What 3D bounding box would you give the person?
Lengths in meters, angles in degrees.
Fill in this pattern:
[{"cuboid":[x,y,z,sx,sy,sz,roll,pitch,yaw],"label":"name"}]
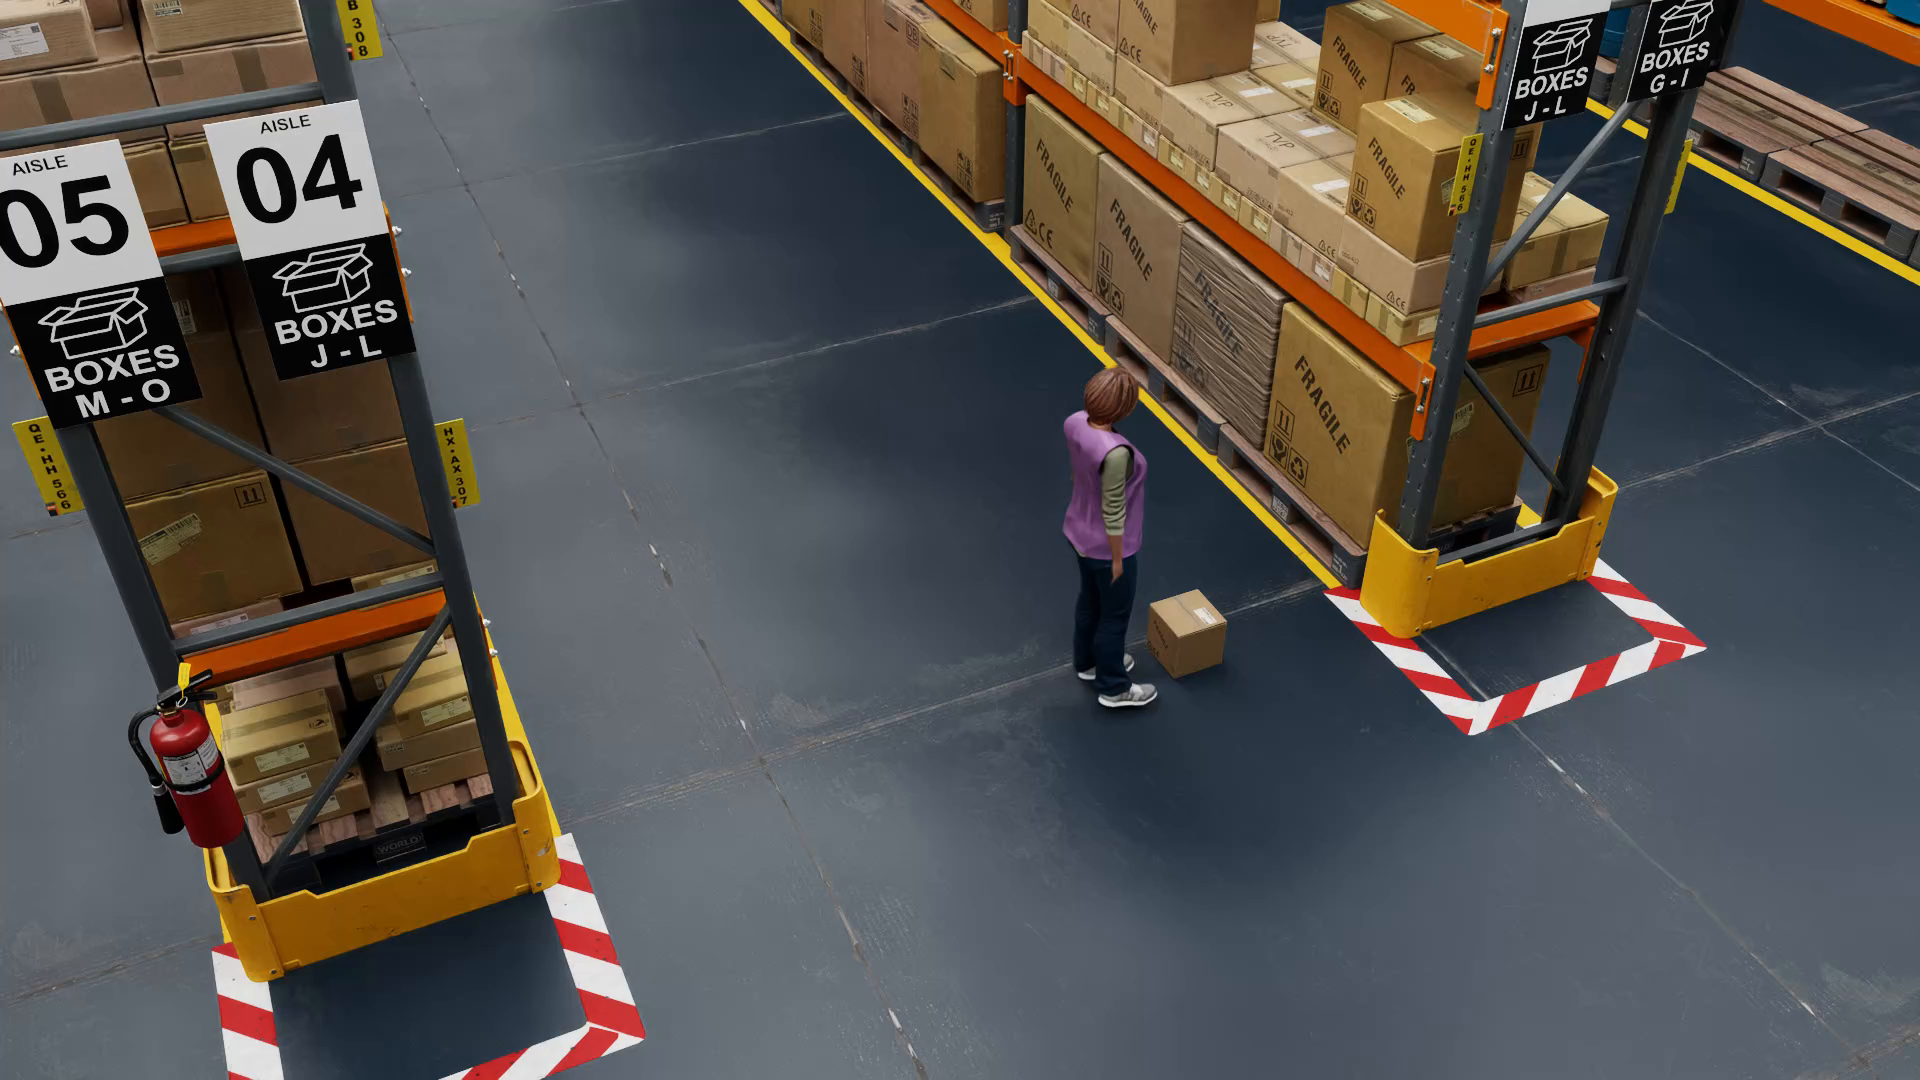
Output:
[{"cuboid":[0.617,-0.008,6.855,0.375,1.607,0.439,-16,41,-20],"label":"person"}]
